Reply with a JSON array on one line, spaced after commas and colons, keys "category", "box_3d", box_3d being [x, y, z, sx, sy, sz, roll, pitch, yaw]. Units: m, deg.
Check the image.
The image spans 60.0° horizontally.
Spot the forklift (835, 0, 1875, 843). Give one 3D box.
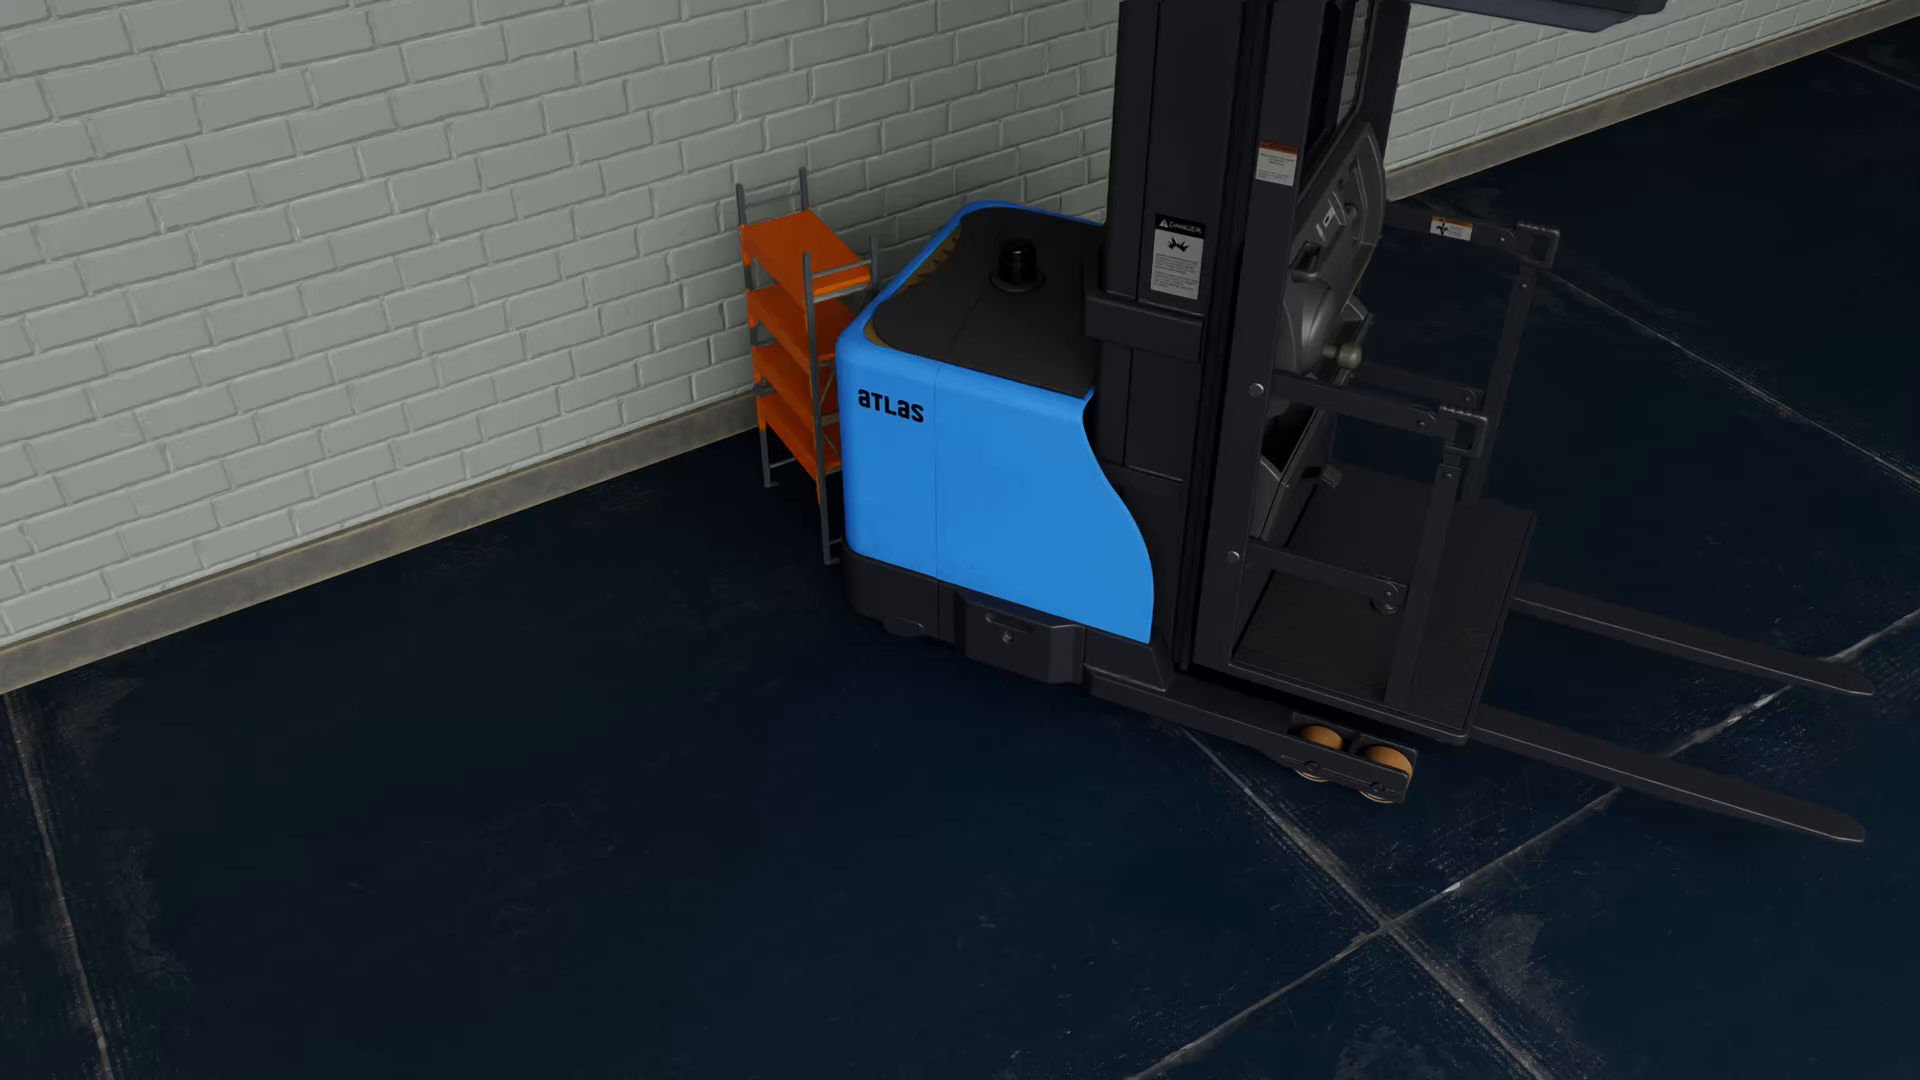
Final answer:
[{"category": "forklift", "box_3d": [1.182, -0.753, 4.364, 3.031, 2.935, 1.130, 17, 43, 19]}]

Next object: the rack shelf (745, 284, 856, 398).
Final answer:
[{"category": "rack shelf", "box_3d": [-0.476, -0.673, 5.376, 0.258, 0.148, 0.480, -20, 44, -22]}]

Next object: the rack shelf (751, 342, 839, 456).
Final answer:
[{"category": "rack shelf", "box_3d": [-0.476, -0.501, 5.519, 0.258, 0.148, 0.480, -20, 44, -22]}]

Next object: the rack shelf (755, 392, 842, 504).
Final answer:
[{"category": "rack shelf", "box_3d": [-0.476, -0.348, 5.646, 0.258, 0.148, 0.480, -20, 44, -22]}]

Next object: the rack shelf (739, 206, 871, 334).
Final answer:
[{"category": "rack shelf", "box_3d": [-0.476, -0.854, 5.224, 0.258, 0.148, 0.480, -20, 44, -22]}]

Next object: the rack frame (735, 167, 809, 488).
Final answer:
[{"category": "rack frame", "box_3d": [-0.596, -0.688, 5.639, 0.240, 1.200, 0.015, -20, 44, -22]}]

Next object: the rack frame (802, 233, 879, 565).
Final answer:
[{"category": "rack frame", "box_3d": [-0.356, -0.417, 5.313, 0.240, 1.200, 0.015, -20, 44, -22]}]

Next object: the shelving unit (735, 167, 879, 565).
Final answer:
[{"category": "shelving unit", "box_3d": [-0.476, -0.552, 5.476, 0.258, 1.200, 0.503, -20, 44, -22]}]
